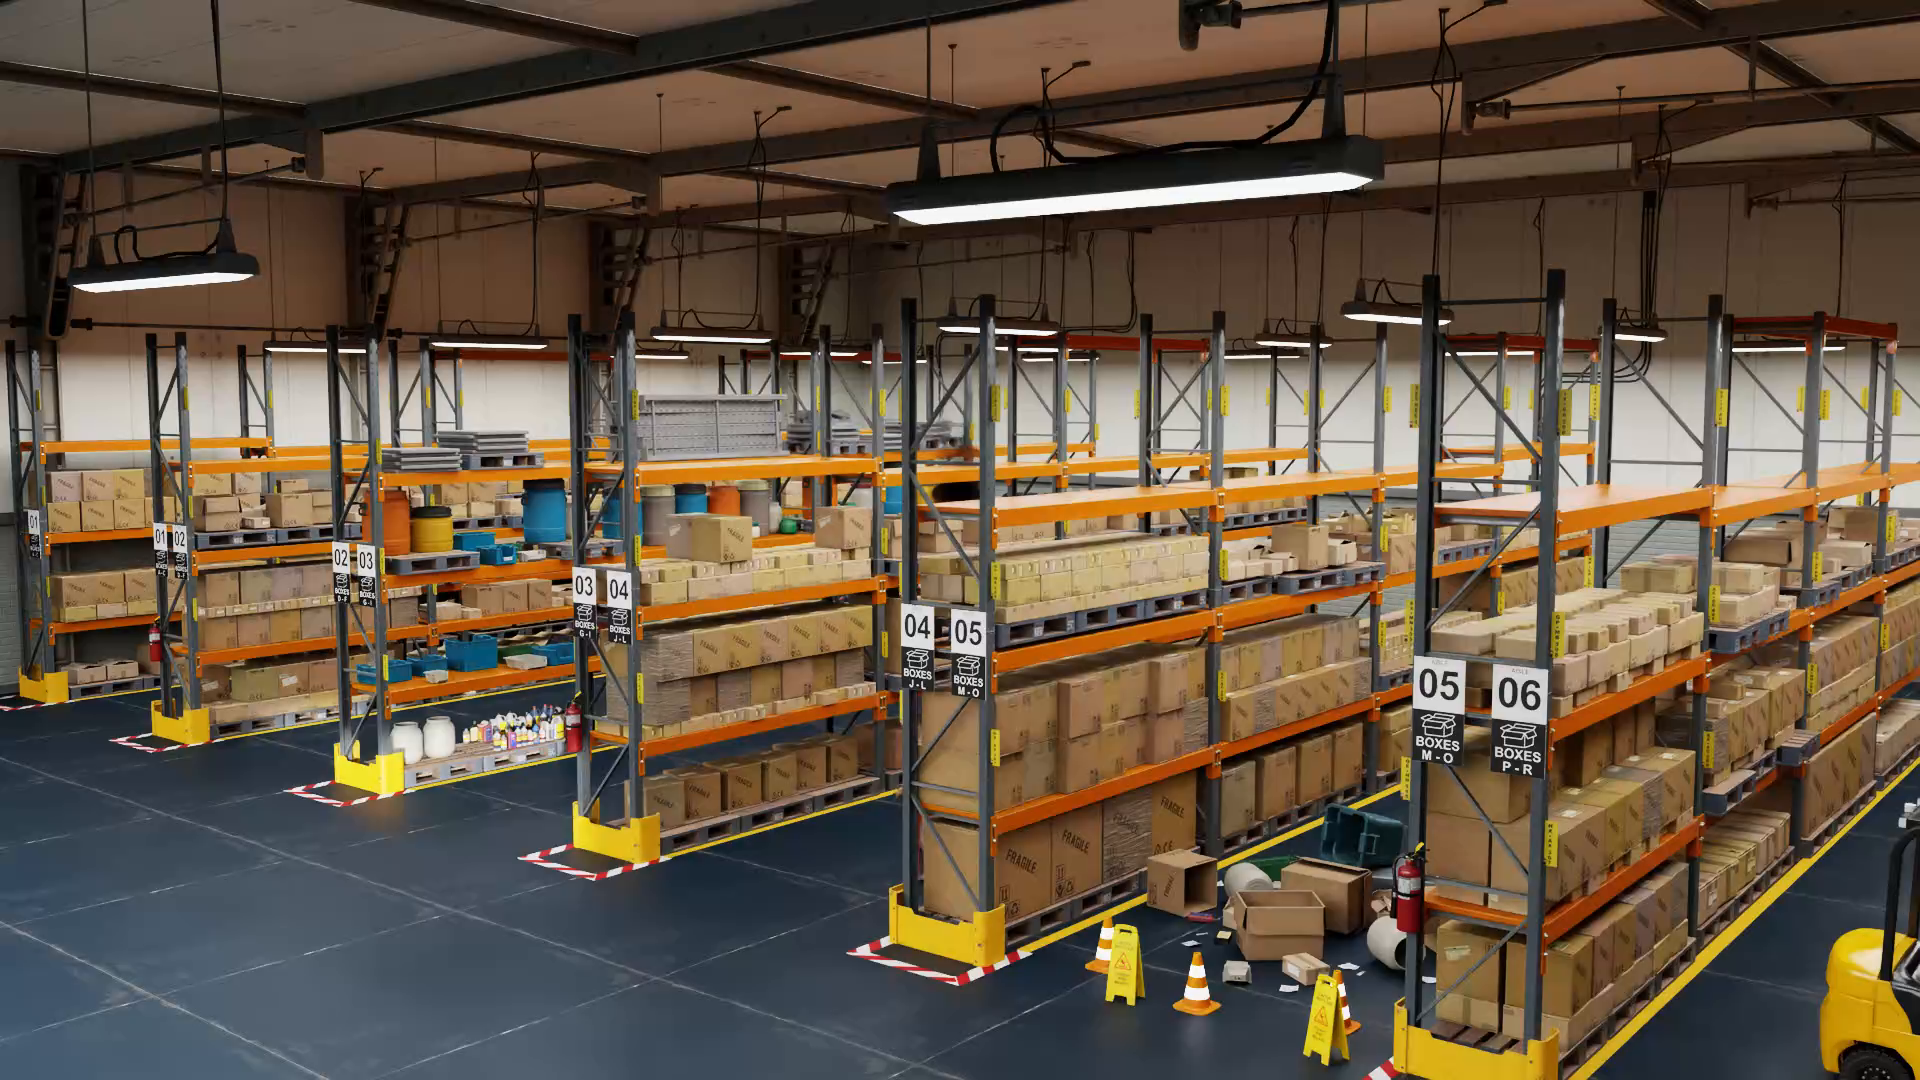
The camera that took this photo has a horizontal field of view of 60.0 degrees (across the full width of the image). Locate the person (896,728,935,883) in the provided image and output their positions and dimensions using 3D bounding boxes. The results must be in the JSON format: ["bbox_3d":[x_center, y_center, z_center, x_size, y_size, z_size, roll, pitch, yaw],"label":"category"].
[{"bbox_3d":[-0.375,2.778,17.541,0.580,1.617,0.609,4,6,34],"label":"person"}]
